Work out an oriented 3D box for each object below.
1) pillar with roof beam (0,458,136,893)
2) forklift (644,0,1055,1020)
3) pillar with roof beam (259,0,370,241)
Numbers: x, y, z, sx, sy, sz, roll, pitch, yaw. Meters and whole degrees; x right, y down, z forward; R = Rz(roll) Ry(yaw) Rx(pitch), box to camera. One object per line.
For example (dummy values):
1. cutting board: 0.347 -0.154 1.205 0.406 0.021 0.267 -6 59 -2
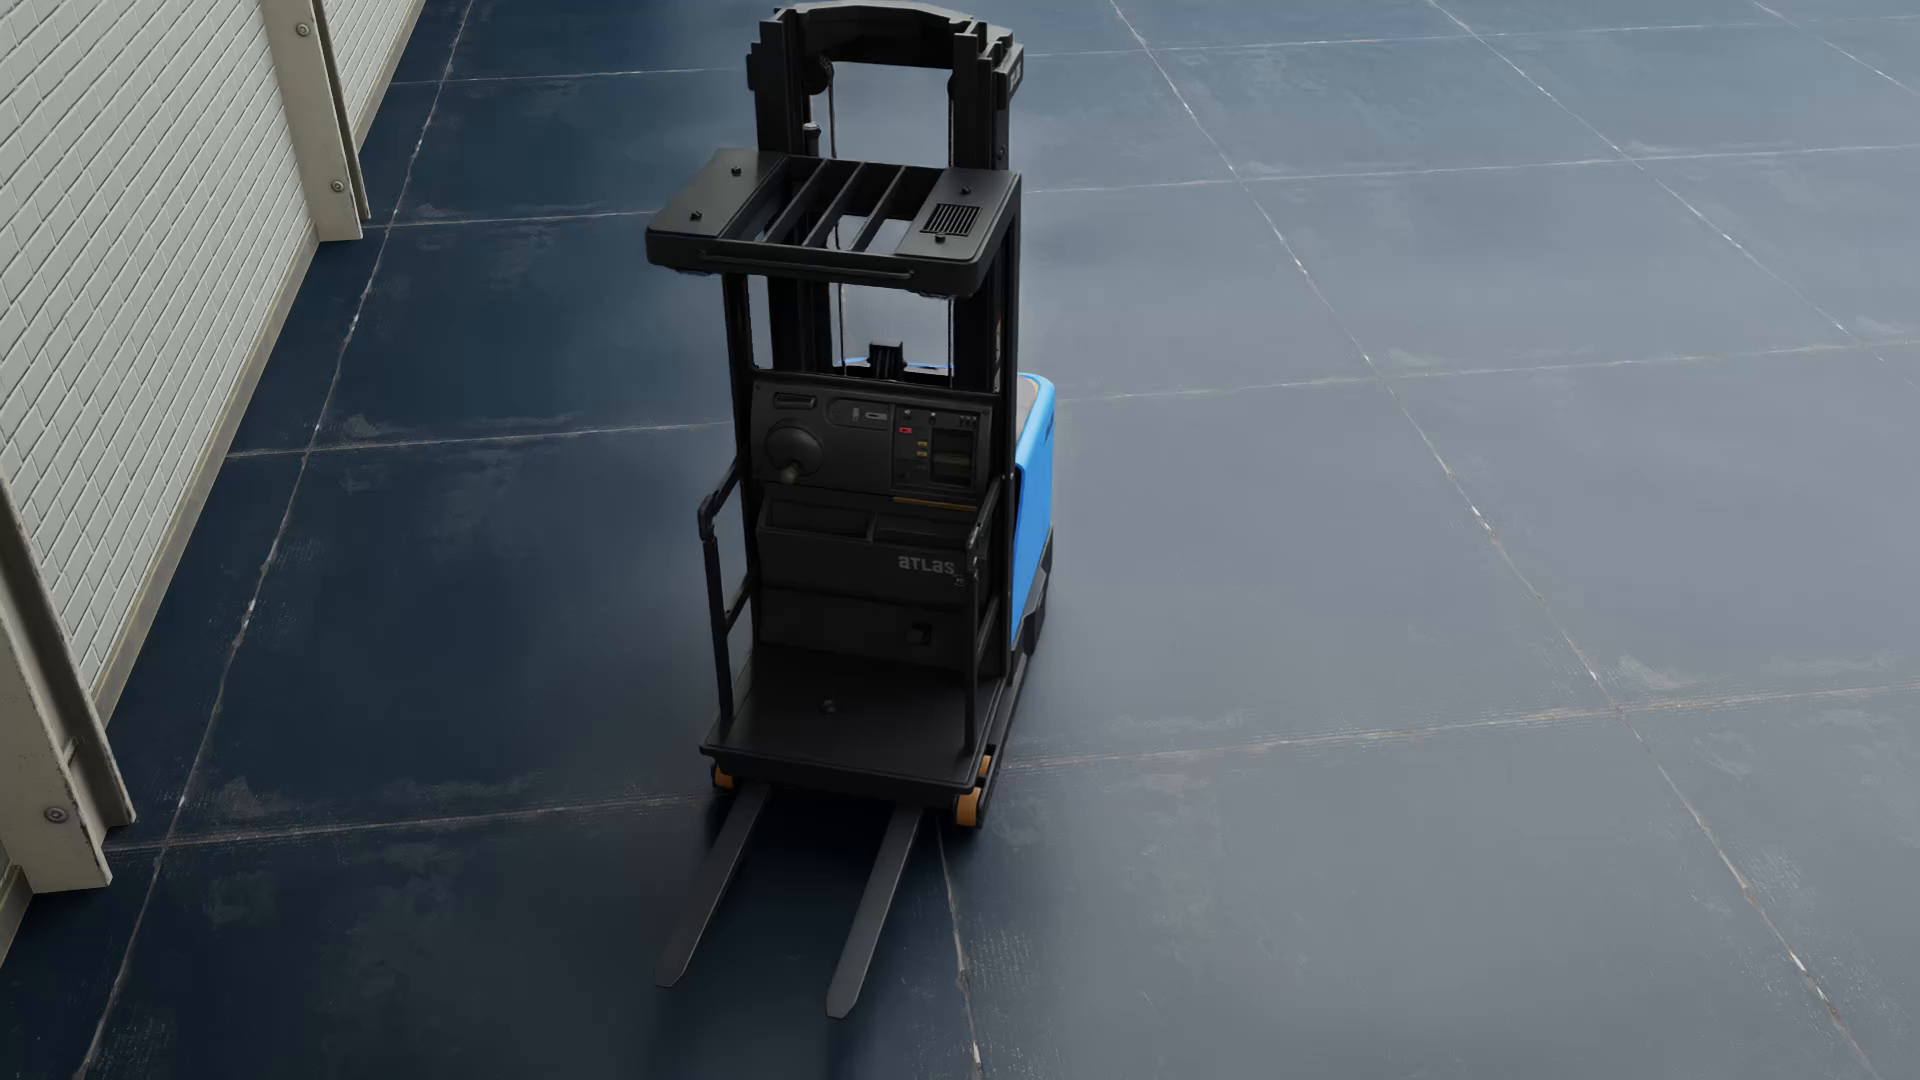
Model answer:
1. pillar with roof beam: 0.851 -2.828 4.409 9.100 9.000 0.400 -4 35 -6
2. forklift: -0.383 -0.309 6.101 1.130 2.935 3.031 7 35 10
3. pillar with roof beam: 0.044 -6.176 9.322 9.100 9.000 0.400 -4 35 -6
